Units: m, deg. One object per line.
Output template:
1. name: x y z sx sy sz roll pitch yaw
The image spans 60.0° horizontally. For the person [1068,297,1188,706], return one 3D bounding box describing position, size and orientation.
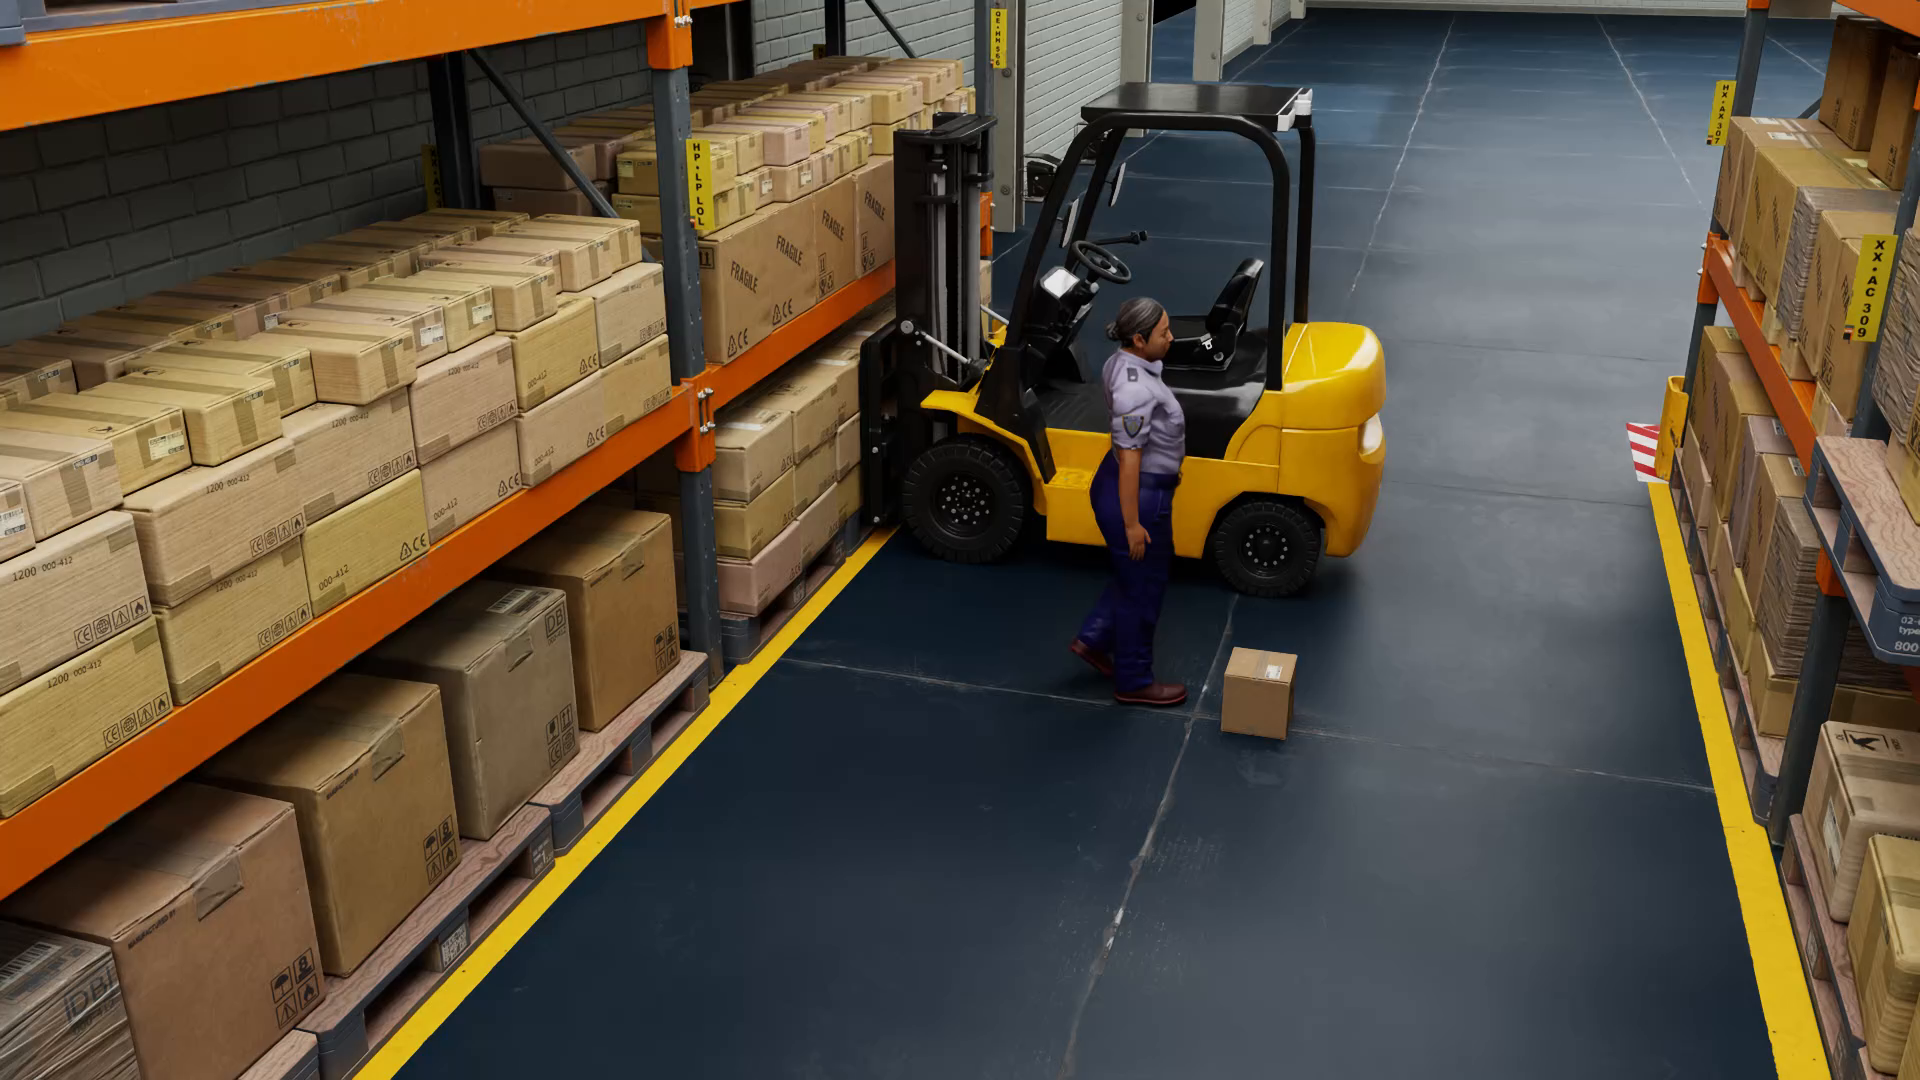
1. person: 0.686 -0.127 6.419 0.455 1.668 0.493 -1 22 -3
